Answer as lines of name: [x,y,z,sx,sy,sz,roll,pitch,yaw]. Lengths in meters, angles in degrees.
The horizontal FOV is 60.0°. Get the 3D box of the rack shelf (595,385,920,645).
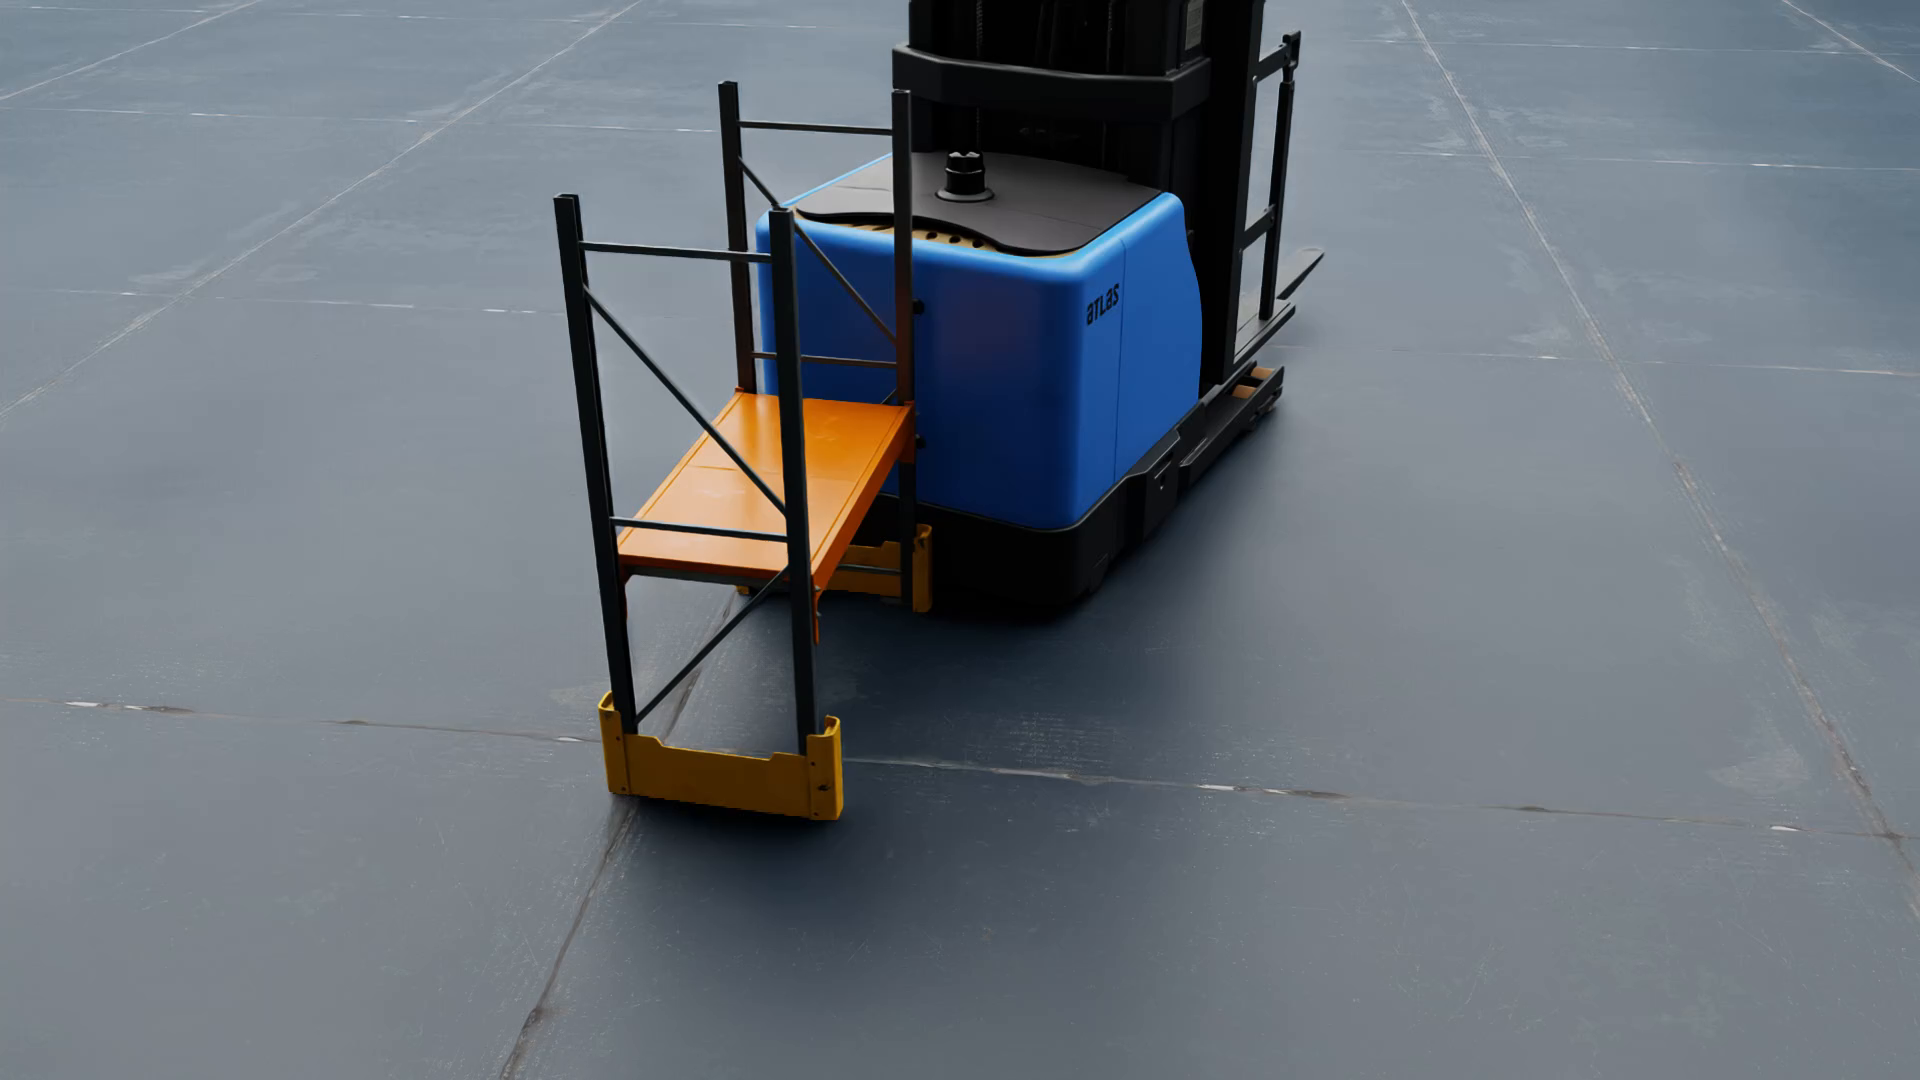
rack shelf: [-0.476,-0.097,4.229,0.538,0.185,1.000,6,29,10]

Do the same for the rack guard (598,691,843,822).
rack guard: [-0.576,0.522,4.018,0.587,0.250,0.087,6,29,10]

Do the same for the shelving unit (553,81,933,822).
shelving unit: [-0.474,-0.260,4.151,0.587,1.500,1.083,6,29,10]

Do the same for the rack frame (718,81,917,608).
rack frame: [-0.372,-0.492,4.581,0.500,1.500,0.032,6,29,10]

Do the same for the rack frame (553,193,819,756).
rack frame: [-0.580,-0.020,3.705,0.500,1.500,0.032,6,29,10]

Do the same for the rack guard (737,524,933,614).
rack guard: [-0.372,0.059,4.877,0.587,0.250,0.087,6,29,10]

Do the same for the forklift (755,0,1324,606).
forklift: [0.539,-1.771,5.447,1.130,2.935,3.031,14,31,24]
